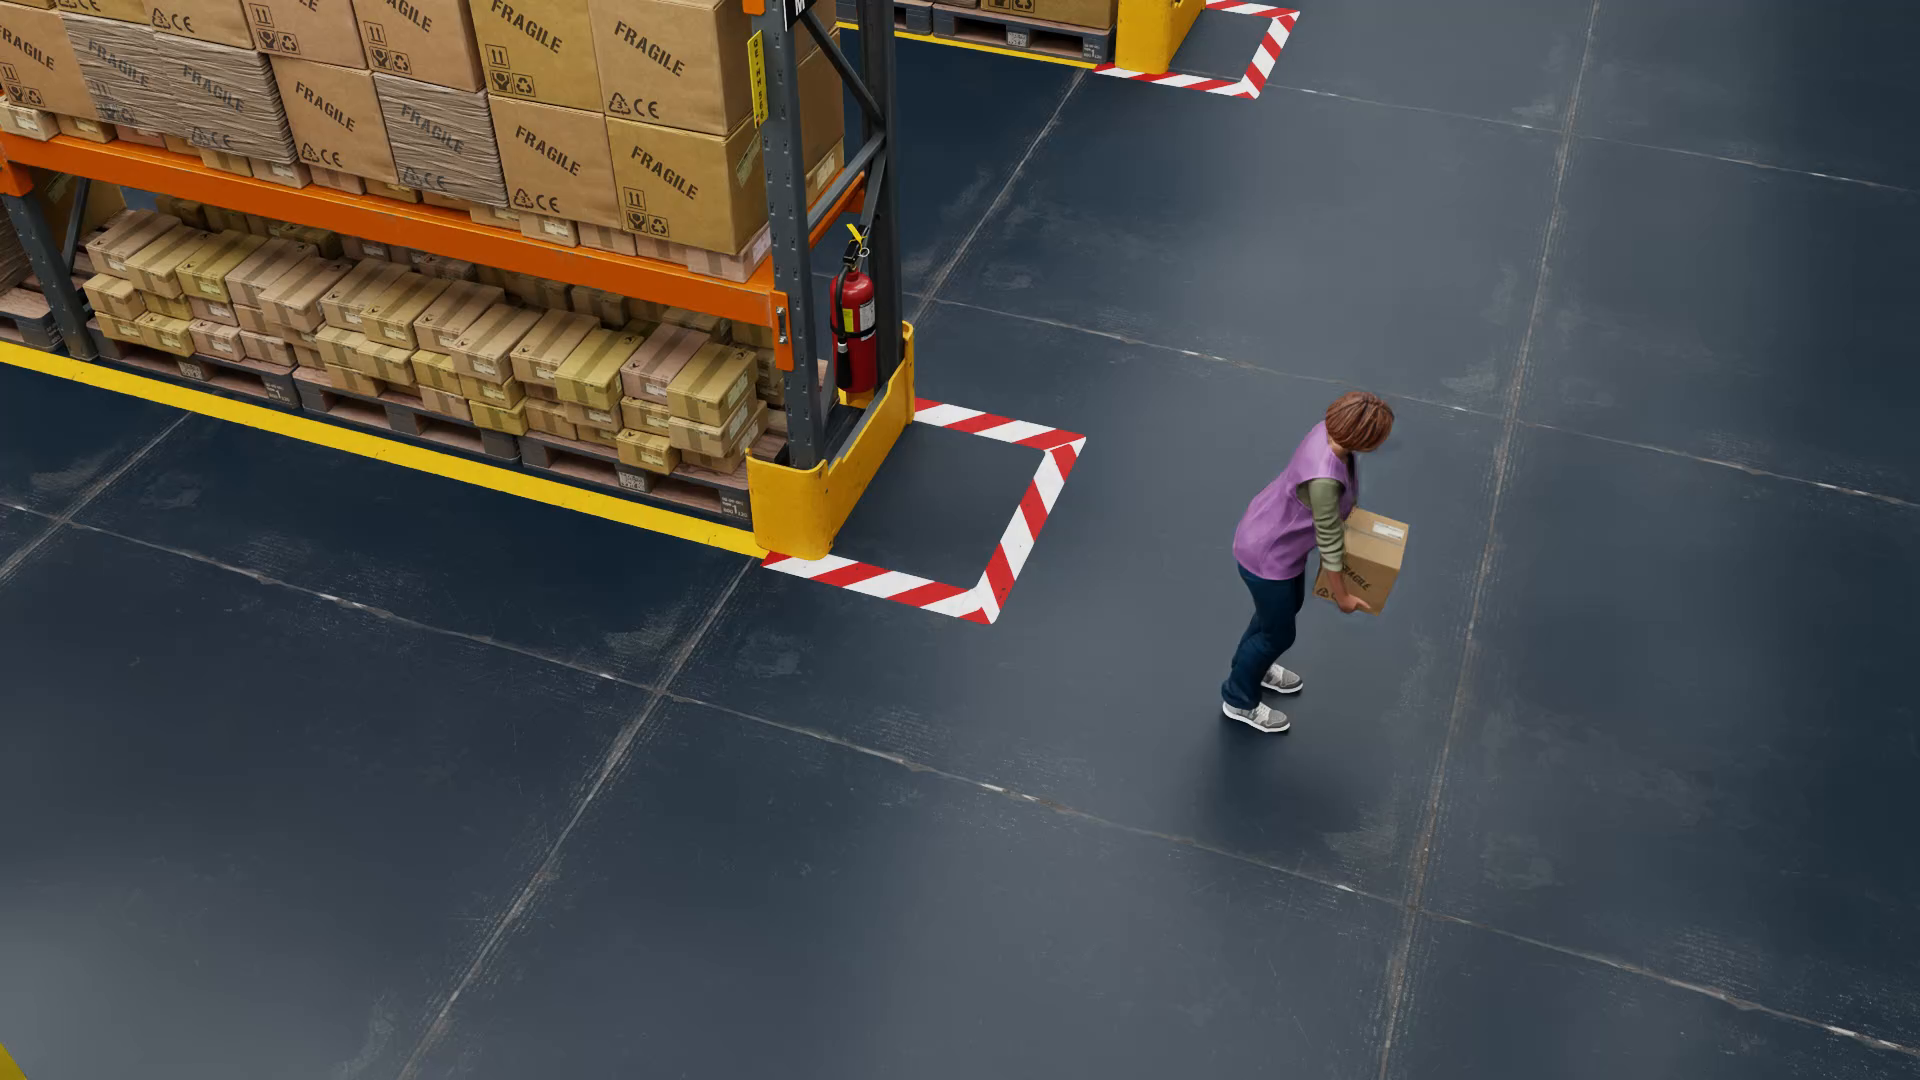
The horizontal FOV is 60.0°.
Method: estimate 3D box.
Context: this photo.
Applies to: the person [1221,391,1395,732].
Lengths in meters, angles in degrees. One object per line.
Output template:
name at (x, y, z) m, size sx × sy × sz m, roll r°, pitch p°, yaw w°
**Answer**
person at (1.266, 0.079, 6.112) m, size 0.532 × 1.560 × 0.371 m, roll 13°, pitch 44°, yaw 14°
